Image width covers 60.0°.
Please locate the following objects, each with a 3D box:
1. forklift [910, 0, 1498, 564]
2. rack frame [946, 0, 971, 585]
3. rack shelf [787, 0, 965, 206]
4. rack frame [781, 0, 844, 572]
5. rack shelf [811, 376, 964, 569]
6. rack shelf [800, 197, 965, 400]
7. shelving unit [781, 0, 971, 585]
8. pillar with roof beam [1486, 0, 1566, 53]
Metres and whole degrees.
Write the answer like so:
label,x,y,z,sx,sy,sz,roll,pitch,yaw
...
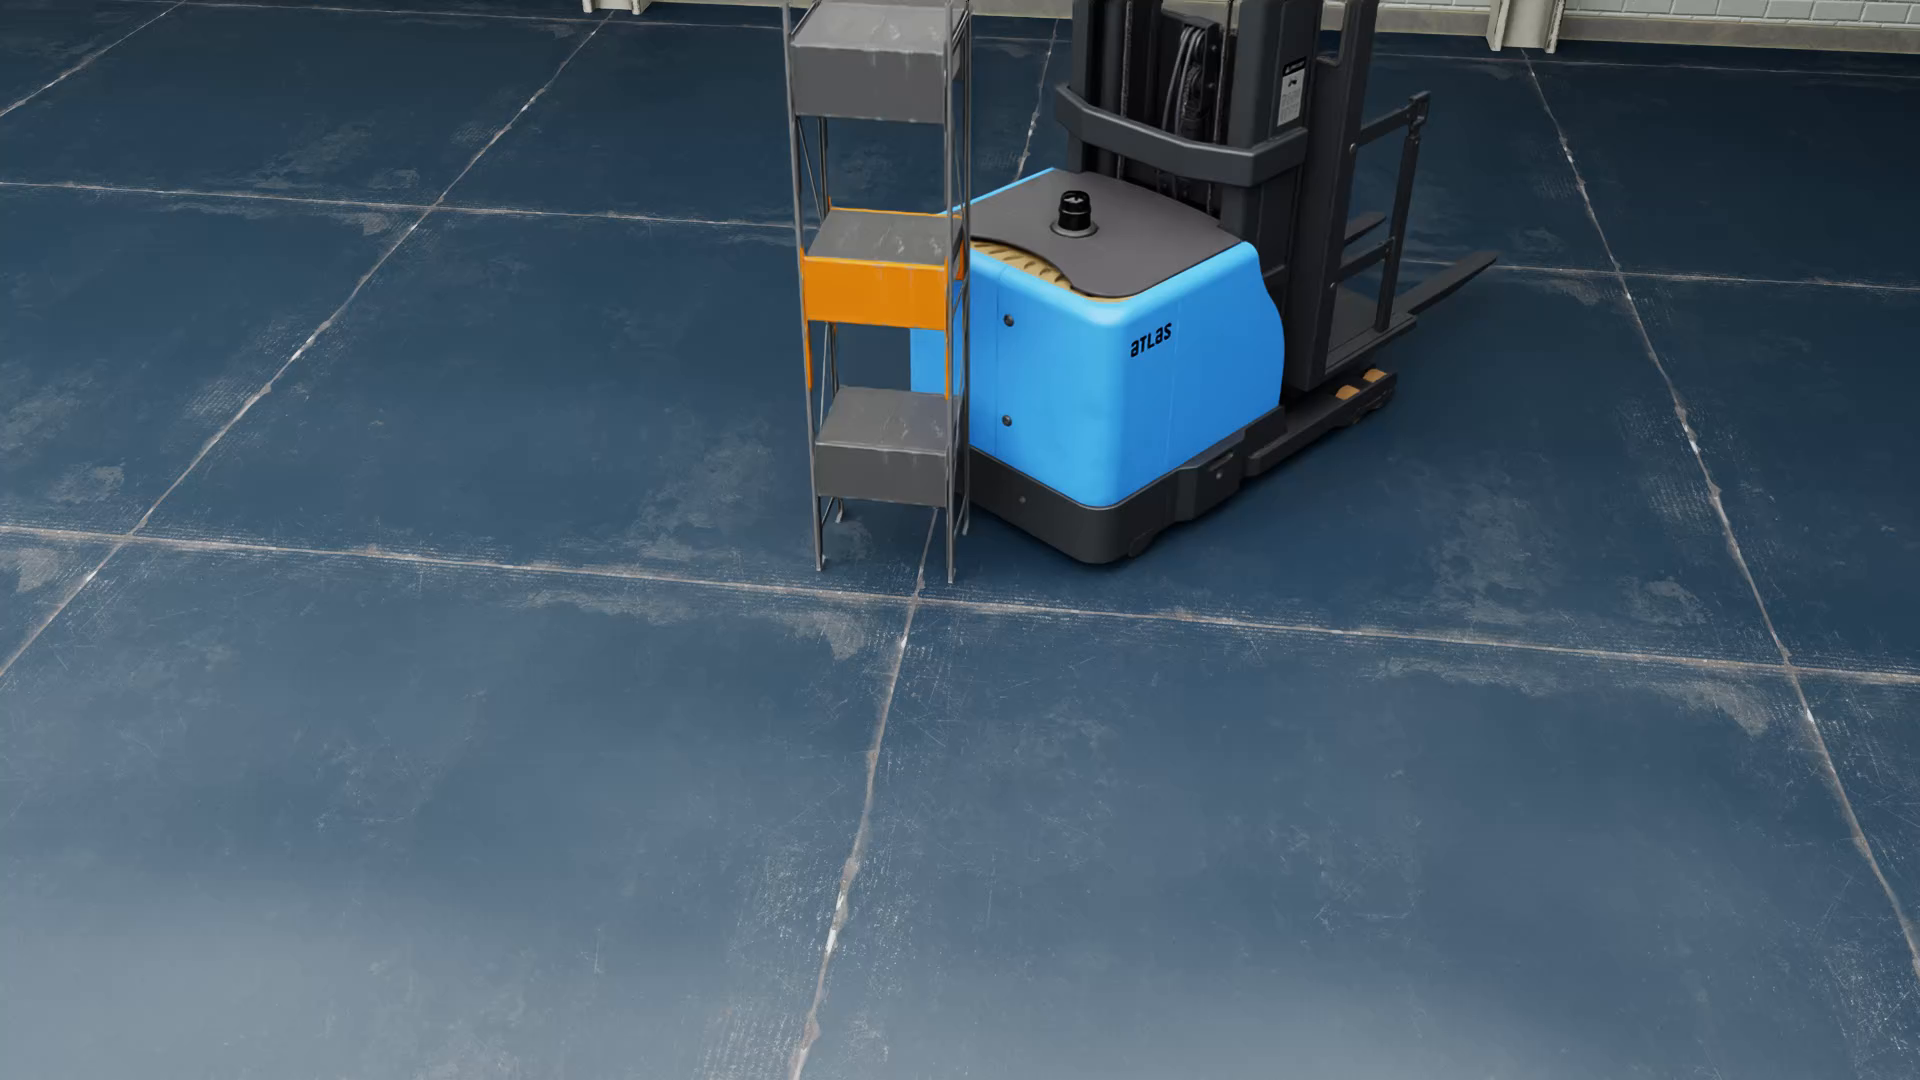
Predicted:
label,x,y,z,sx,sy,sz,roll,pitch,yaw
forklift,1.196,-1.858,6.330,3.031,2.935,1.130,-30,45,-35
rack frame,-0.003,-0.806,5.572,0.015,2.100,0.400,5,36,7
rack shelf,-0.244,-1.388,5.205,0.480,0.518,0.431,5,36,7
rack frame,-0.485,-0.852,5.636,0.015,2.100,0.400,5,36,7
rack shelf,-0.244,-0.248,6.019,0.480,0.518,0.431,5,36,7
rack shelf,-0.244,-0.818,5.612,0.480,0.518,0.431,5,36,7
shelving unit,-0.244,-0.829,5.604,0.503,2.100,0.431,5,36,7
pillar with roof beam,3.069,-4.389,4.653,0.400,9.000,9.100,4,36,6
